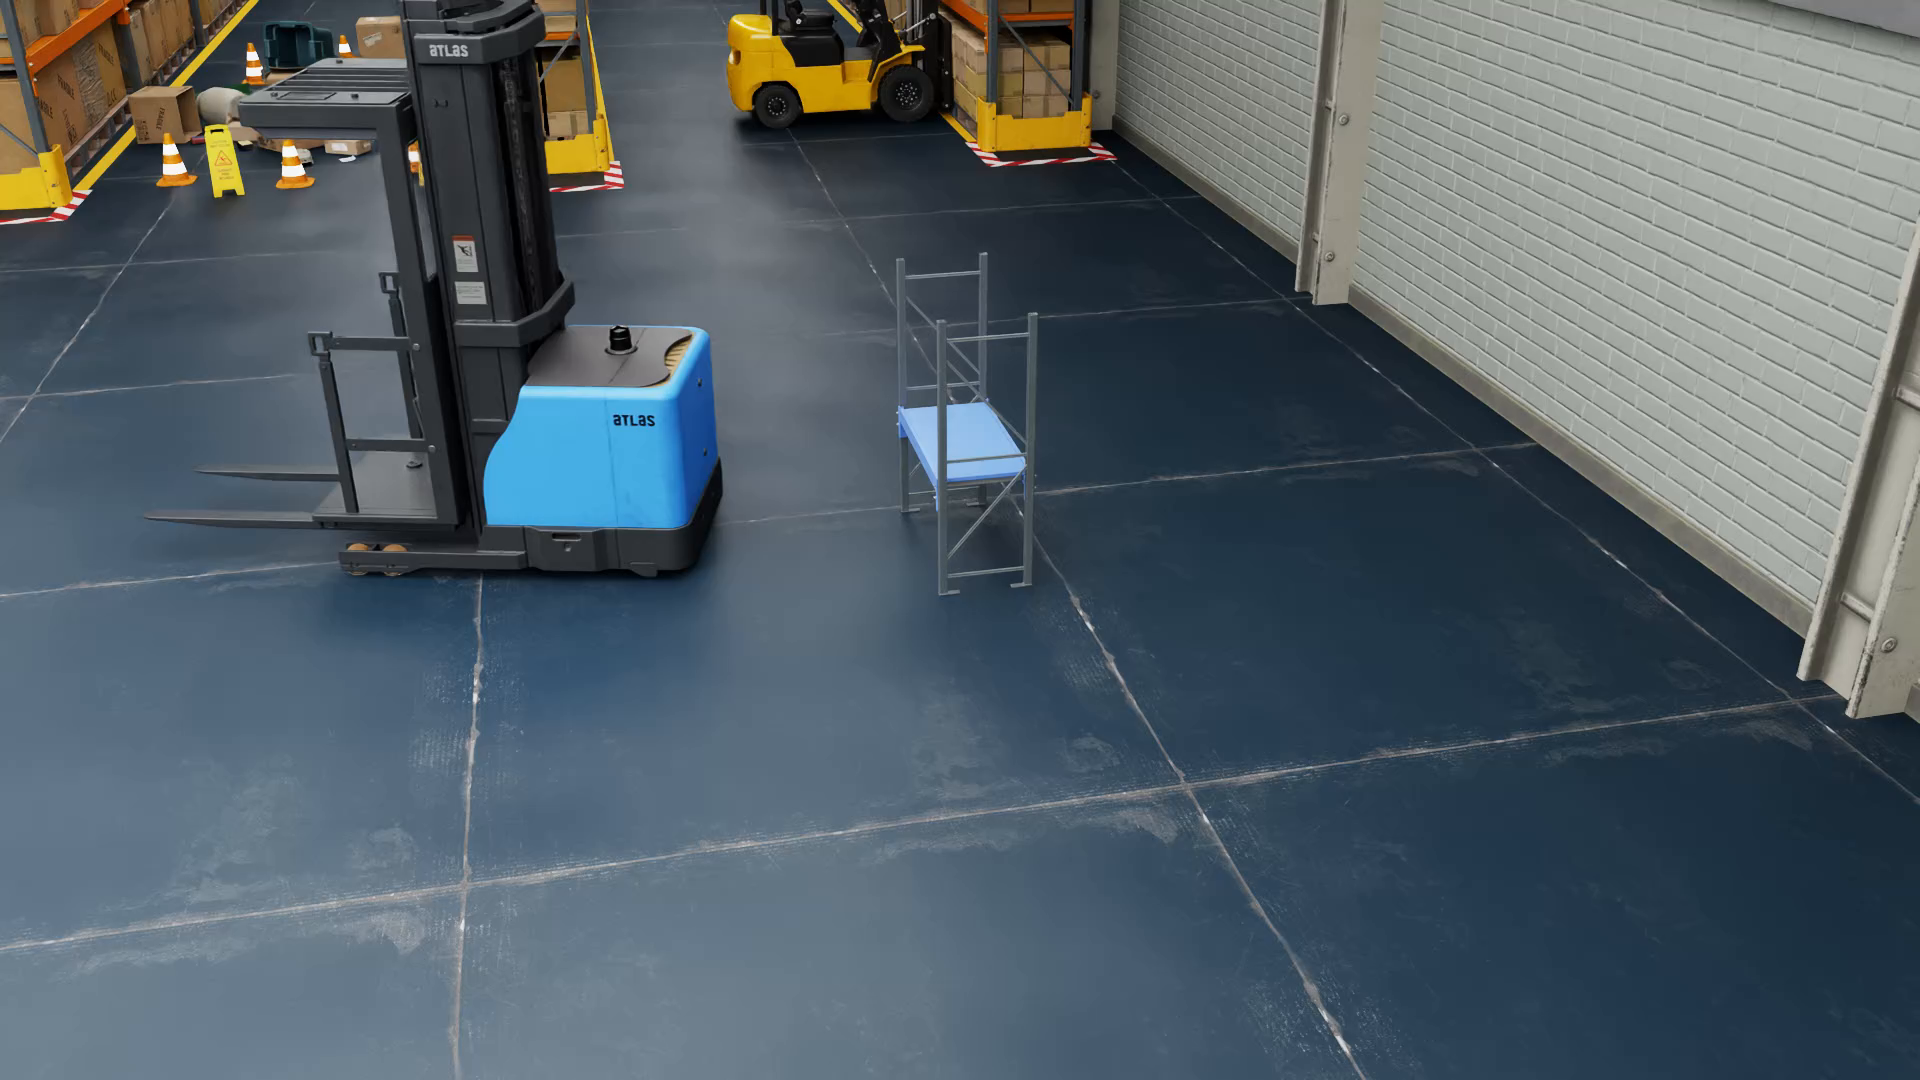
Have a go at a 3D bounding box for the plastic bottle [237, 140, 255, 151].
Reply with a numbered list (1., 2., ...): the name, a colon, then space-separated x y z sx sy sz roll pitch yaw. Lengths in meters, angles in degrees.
1. plastic bottle: -7.462 -4.122 17.349 0.133 0.061 0.283 -16 31 -29

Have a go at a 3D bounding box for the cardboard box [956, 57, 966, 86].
1. cardboard box: 0.256 -5.079 18.013 0.500 0.250 0.500 -6 27 -12

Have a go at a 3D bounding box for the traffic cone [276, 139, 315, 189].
1. traffic cone: -6.421 -3.650 15.968 0.336 0.463 0.334 -6 27 -12

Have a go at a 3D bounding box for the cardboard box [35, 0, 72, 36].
1. cardboard box: -9.139 -5.163 15.983 0.875 0.550 0.550 -6 27 -12

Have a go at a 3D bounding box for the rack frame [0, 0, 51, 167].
1. rack frame: -8.862 -4.439 14.717 1.000 3.000 0.127 -6 27 -12

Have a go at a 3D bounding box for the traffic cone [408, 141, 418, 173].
1. traffic cone: -5.416 -3.912 16.487 0.336 0.463 0.334 -6 27 -12

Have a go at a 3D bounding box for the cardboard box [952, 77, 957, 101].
1. cardboard box: 0.152 -5.066 18.544 0.500 0.250 0.500 -6 27 -11

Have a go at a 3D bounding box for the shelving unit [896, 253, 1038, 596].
1. shelving unit: 0.019 -0.632 8.838 0.538 1.500 1.048 -6 27 -12

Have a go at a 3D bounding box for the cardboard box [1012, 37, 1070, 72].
1. cardboard box: 0.849 -5.129 17.558 0.500 0.250 0.500 -6 27 -12

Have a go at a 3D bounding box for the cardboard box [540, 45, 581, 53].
1. cardboard box: -4.103 -4.903 17.388 0.500 0.500 0.500 -7 28 -14

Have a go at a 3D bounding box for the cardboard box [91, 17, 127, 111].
1. cardboard box: -9.690 -5.151 18.019 0.875 0.875 0.875 -6 27 -11

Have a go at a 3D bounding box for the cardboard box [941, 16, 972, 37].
1. cardboard box: 0.014 -5.736 18.762 0.500 0.250 0.500 -7 28 -13

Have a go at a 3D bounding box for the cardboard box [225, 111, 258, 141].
1. cardboard box: -7.582 -4.407 17.687 0.396 0.266 0.258 -1 27 -3

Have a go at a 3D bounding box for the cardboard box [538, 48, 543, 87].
1. cardboard box: -4.725 -5.057 17.694 0.500 0.500 0.500 -7 28 -13

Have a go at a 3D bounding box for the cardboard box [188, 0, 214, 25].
1. cardboard box: -10.576 -7.359 22.810 0.500 0.500 0.500 -7 28 -14

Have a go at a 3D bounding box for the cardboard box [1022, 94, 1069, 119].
1. cardboard box: 0.853 -4.688 17.794 0.500 0.250 0.500 -6 27 -11

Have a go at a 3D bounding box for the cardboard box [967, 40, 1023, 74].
1. cardboard box: 0.365 -5.069 17.440 0.500 0.250 0.500 -5 27 -10

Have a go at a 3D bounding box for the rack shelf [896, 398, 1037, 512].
1. rack shelf: 0.019 -0.472 8.919 0.538 0.185 1.000 -6 27 -12

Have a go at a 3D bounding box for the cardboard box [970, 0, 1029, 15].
1. cardboard box: 0.406 -5.726 17.155 0.500 0.500 0.500 -7 28 -13

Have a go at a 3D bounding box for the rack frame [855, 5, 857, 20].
1. rack frame: -1.030 -9.004 23.760 1.000 3.000 0.127 -6 27 -12

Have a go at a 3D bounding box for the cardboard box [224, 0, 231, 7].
1. cardboard box: -10.928 -8.029 24.136 0.500 0.500 0.500 -7 28 -13

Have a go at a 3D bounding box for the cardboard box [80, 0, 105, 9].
1. cardboard box: -9.523 -5.863 17.370 0.875 0.550 0.550 -6 27 -12

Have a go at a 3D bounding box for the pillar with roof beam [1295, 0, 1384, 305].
1. pillar with roof beam: -1.348 -5.496 10.153 9.100 9.000 0.400 -6 27 -12

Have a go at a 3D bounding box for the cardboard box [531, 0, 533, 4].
1. cardboard box: -4.565 -5.468 17.034 0.380 0.149 0.250 -6 27 -11

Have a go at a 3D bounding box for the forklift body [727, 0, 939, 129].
1. forklift body: -1.432 -5.760 18.276 2.313 2.155 1.214 -6 27 -12

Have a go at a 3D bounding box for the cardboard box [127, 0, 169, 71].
1. cardboard box: -10.205 -6.066 19.970 1.050 0.750 0.750 -6 27 -12

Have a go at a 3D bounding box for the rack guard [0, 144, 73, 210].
1. rack guard: -8.857 -3.313 15.259 1.175 0.500 0.348 -6 27 -12

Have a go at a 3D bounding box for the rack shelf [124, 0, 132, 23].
1. rack shelf: -10.215 -6.752 20.097 1.077 0.370 4.000 -6 27 -12

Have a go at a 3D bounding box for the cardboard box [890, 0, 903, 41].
1. cardboard box: -0.425 -6.945 21.850 0.875 0.625 0.625 -6 27 -12

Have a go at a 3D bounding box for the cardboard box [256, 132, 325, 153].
1. cardboard box: -6.925 -4.386 17.381 0.637 0.503 0.797 19 32 32

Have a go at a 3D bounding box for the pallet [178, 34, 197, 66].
1. pallet: -10.561 -6.353 21.602 1.003 0.211 1.213 -6 27 -12

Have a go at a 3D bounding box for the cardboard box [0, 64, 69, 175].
1. cardboard box: -9.080 -3.969 15.677 0.875 0.875 0.875 -6 27 -11

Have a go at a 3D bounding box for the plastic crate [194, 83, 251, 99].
1. plastic crate: -8.448 -5.023 18.929 0.450 0.188 0.662 -2 25 20

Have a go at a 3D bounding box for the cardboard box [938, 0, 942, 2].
1. cardboard box: -0.325 -6.410 20.097 0.500 0.250 0.500 -6 27 -12

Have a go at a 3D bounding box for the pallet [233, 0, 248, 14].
1. pallet: -11.390 -8.121 25.105 1.003 0.211 1.213 -6 27 -12

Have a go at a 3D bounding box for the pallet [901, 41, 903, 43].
1. pallet: -0.333 -6.323 21.543 1.003 0.211 1.213 -6 27 -12

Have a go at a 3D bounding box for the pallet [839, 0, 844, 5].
1. pallet: -1.433 -8.625 26.105 1.003 0.211 1.213 -6 27 -12

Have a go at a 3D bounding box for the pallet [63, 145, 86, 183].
1. pallet: -9.119 -3.538 16.025 1.003 0.211 1.213 -6 27 -12

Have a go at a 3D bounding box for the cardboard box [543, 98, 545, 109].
1. cardboard box: -4.739 -4.731 17.881 0.500 0.250 0.500 -7 28 -13

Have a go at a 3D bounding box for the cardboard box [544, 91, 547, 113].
1. cardboard box: -4.218 -4.792 18.000 0.500 0.250 0.500 -4 27 -8

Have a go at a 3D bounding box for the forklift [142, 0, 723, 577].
1. forklift: -2.904 -1.351 8.674 3.031 2.935 1.130 1 27 3
